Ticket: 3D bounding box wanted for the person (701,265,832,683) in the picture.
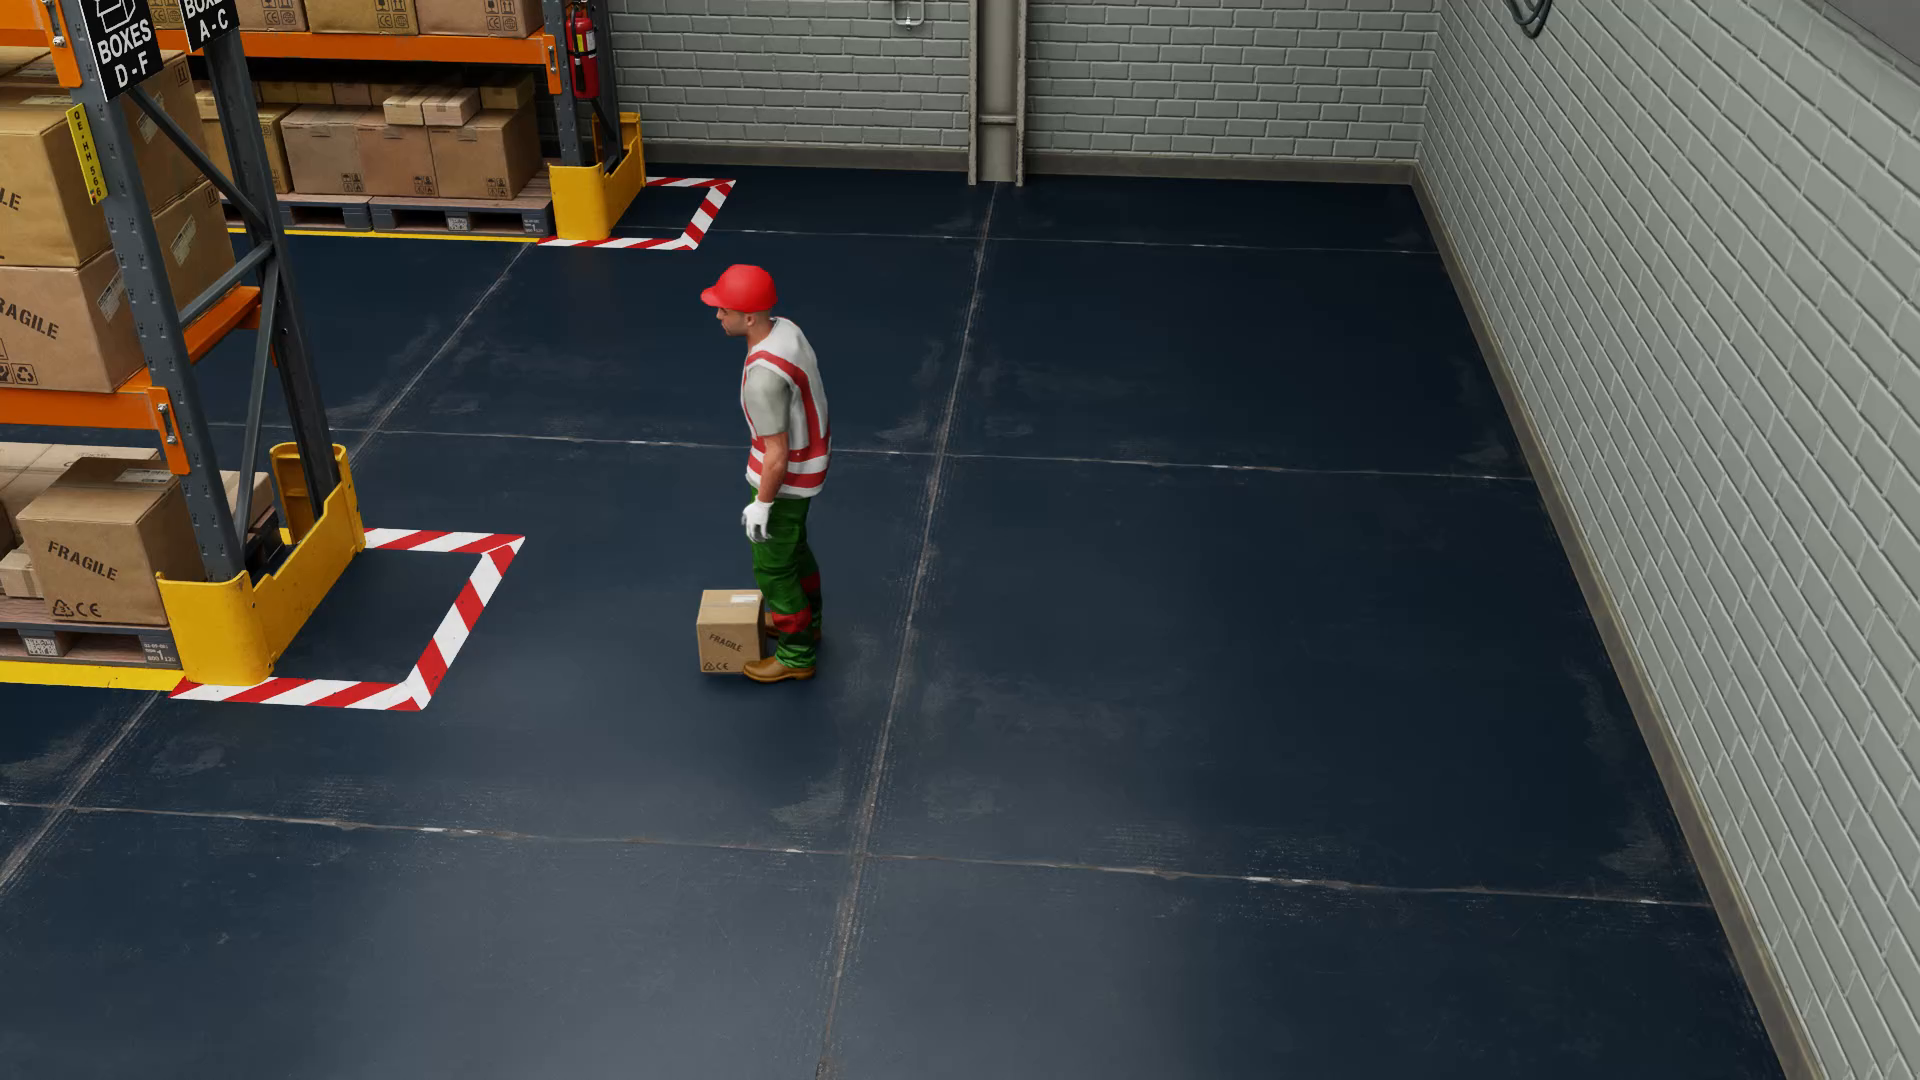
[{"bbox_3d":[-0.728,-0.251,6.526,0.447,1.780,0.623,1,32,2],"label":"person"}]
